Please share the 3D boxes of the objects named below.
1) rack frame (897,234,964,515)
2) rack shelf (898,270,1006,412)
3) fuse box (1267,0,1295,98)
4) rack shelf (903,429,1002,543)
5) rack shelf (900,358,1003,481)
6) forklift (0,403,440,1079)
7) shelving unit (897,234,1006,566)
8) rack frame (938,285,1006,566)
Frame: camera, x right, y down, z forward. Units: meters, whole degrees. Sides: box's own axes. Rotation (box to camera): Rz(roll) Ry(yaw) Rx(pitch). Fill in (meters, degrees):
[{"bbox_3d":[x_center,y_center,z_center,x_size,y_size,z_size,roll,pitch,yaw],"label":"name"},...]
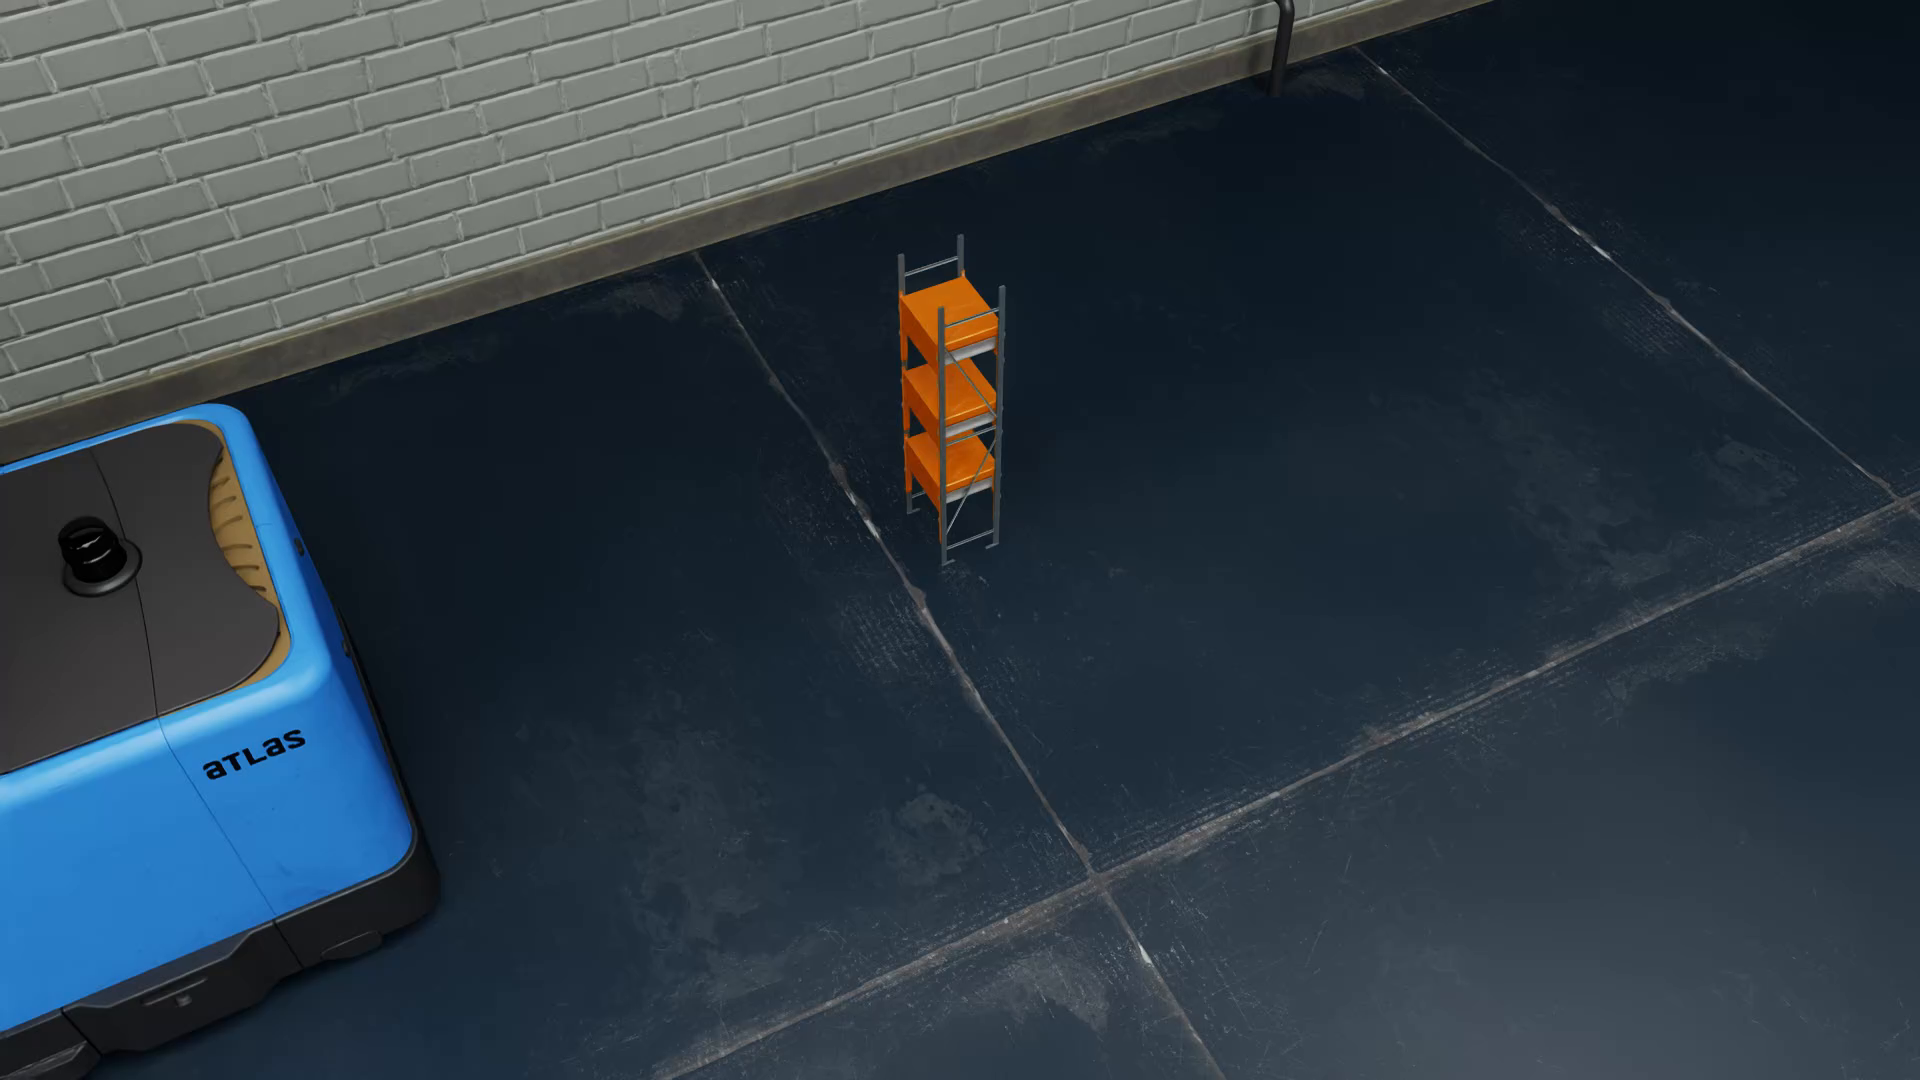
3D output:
[{"bbox_3d":[-0.080,-0.463,4.958,0.200,1.050,0.008,-21,52,-18],"label":"rack frame"},{"bbox_3d":[-0.024,-0.561,4.681,0.215,0.259,0.240,-21,52,-18],"label":"rack shelf"},{"bbox_3d":[1.333,-2.395,6.208,0.539,1.711,0.414,-21,52,-18],"label":"fuse box"},{"bbox_3d":[-0.024,-0.192,5.103,0.215,0.259,0.240,-21,52,-18],"label":"rack shelf"},{"bbox_3d":[-0.024,-0.374,4.894,0.215,0.259,0.240,-21,52,-18],"label":"rack shelf"},{"bbox_3d":[-2.909,0.218,3.112,3.031,2.935,1.130,-22,52,-18],"label":"forklift"},{"bbox_3d":[-0.024,-0.381,4.886,0.215,1.050,0.252,-21,52,-18],"label":"shelving unit"},{"bbox_3d":[0.031,-0.300,4.815,0.200,1.050,0.008,-21,52,-18],"label":"rack frame"}]
